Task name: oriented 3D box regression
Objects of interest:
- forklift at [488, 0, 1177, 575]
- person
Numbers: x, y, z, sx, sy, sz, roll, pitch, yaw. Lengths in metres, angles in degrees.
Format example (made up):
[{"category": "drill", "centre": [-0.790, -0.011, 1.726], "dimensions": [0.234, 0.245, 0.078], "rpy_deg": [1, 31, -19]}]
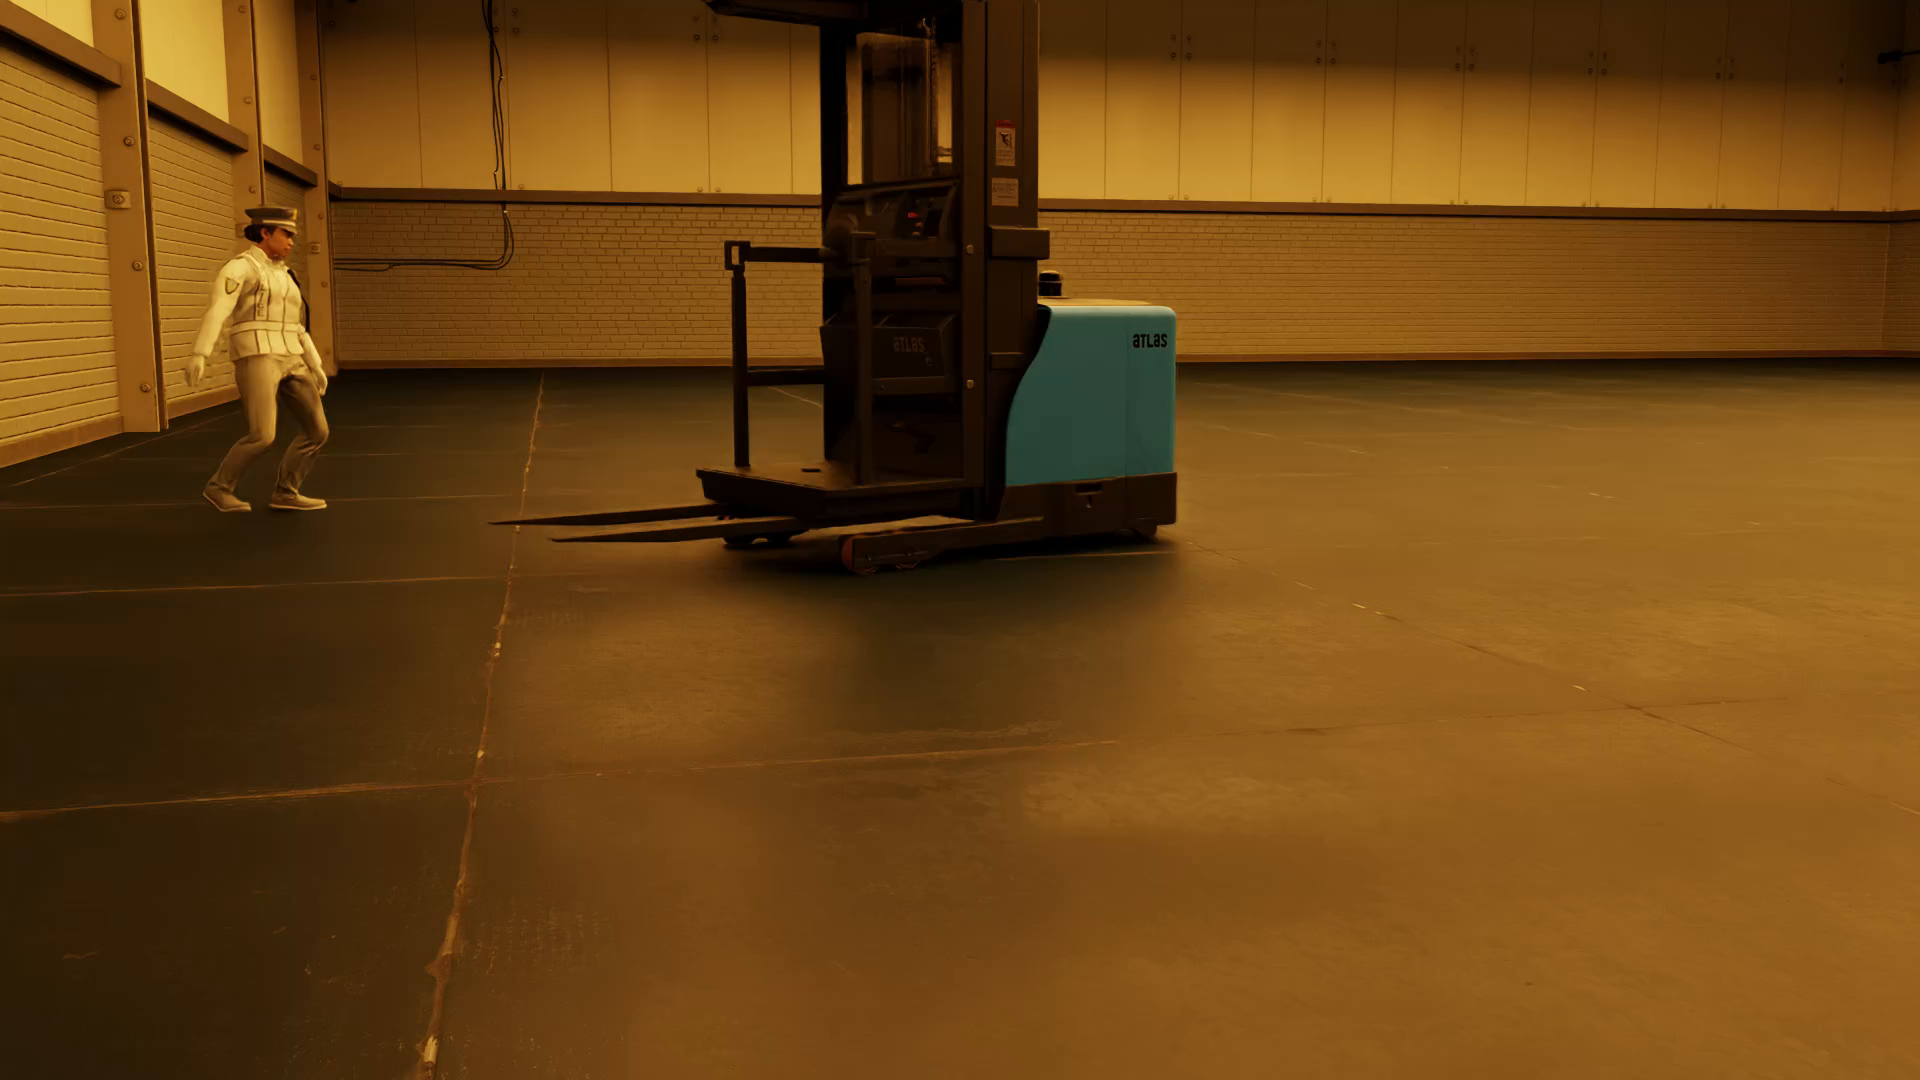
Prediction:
[{"category": "forklift", "centre": [-0.472, -1.393, 7.085], "dimensions": [3.031, 2.935, 1.130], "rpy_deg": [-6, 10, -37]}, {"category": "person", "centre": [-3.586, -0.897, 8.482], "dimensions": [0.456, 1.578, 0.810], "rpy_deg": [3, 9, 21]}]
